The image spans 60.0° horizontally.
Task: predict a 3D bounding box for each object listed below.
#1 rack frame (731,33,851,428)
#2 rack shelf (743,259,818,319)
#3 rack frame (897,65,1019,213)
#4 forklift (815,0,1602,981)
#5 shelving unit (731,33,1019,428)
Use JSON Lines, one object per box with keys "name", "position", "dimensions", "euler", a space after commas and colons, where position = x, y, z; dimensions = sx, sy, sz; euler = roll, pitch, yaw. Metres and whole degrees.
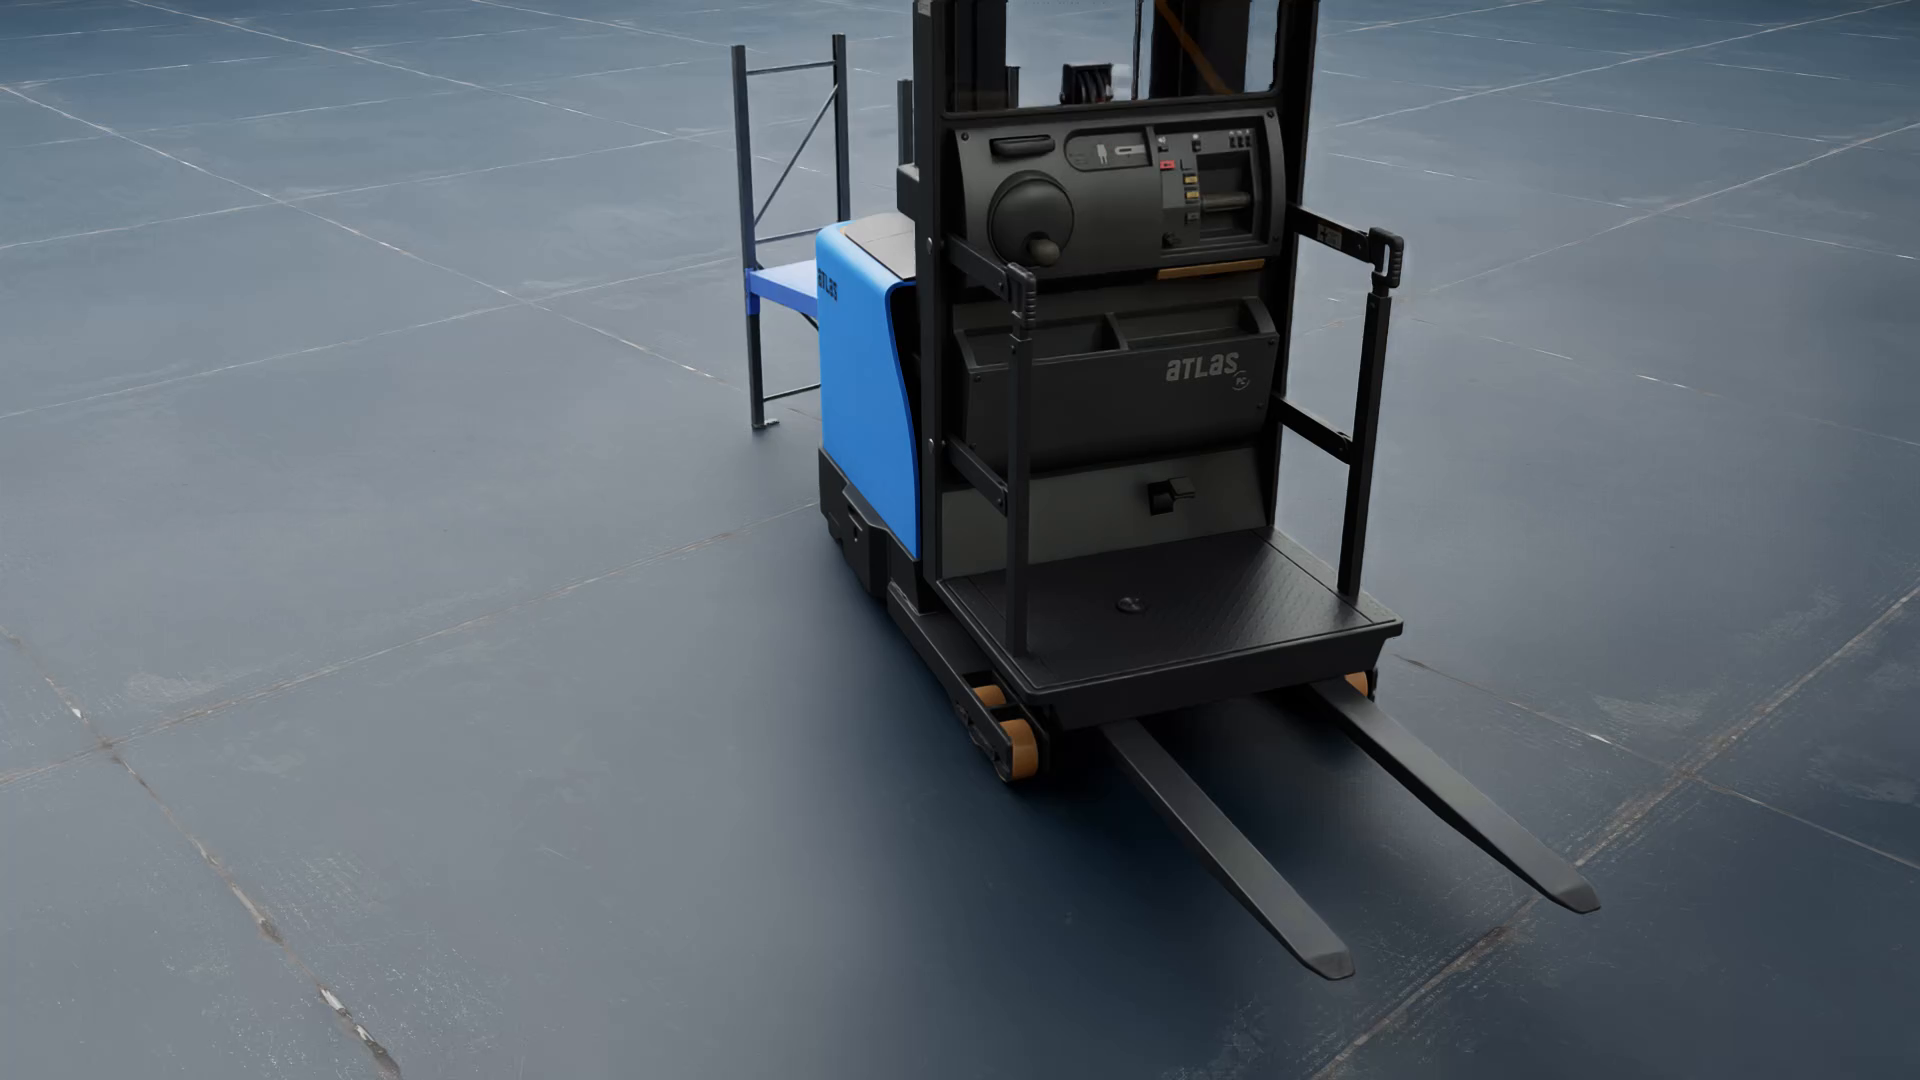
{"name": "rack frame", "position": [-0.645, -1.207, 6.589], "dimensions": [0.500, 1.500, 0.032], "euler": [-19, 30, -35]}
{"name": "rack shelf", "position": [-0.323, -0.880, 6.305], "dimensions": [0.538, 0.185, 1.000], "euler": [-19, 30, -35]}
{"name": "rack frame", "position": [-0.002, -0.880, 5.872], "dimensions": [0.500, 1.500, 0.032], "euler": [-19, 30, -35]}
{"name": "forklift", "position": [0.510, -0.894, 4.179], "dimensions": [1.130, 2.935, 3.031], "euler": [-9, 26, -19]}
{"name": "shelving unit", "position": [-0.323, -1.044, 6.231], "dimensions": [0.538, 1.500, 1.048], "euler": [-19, 30, -35]}
